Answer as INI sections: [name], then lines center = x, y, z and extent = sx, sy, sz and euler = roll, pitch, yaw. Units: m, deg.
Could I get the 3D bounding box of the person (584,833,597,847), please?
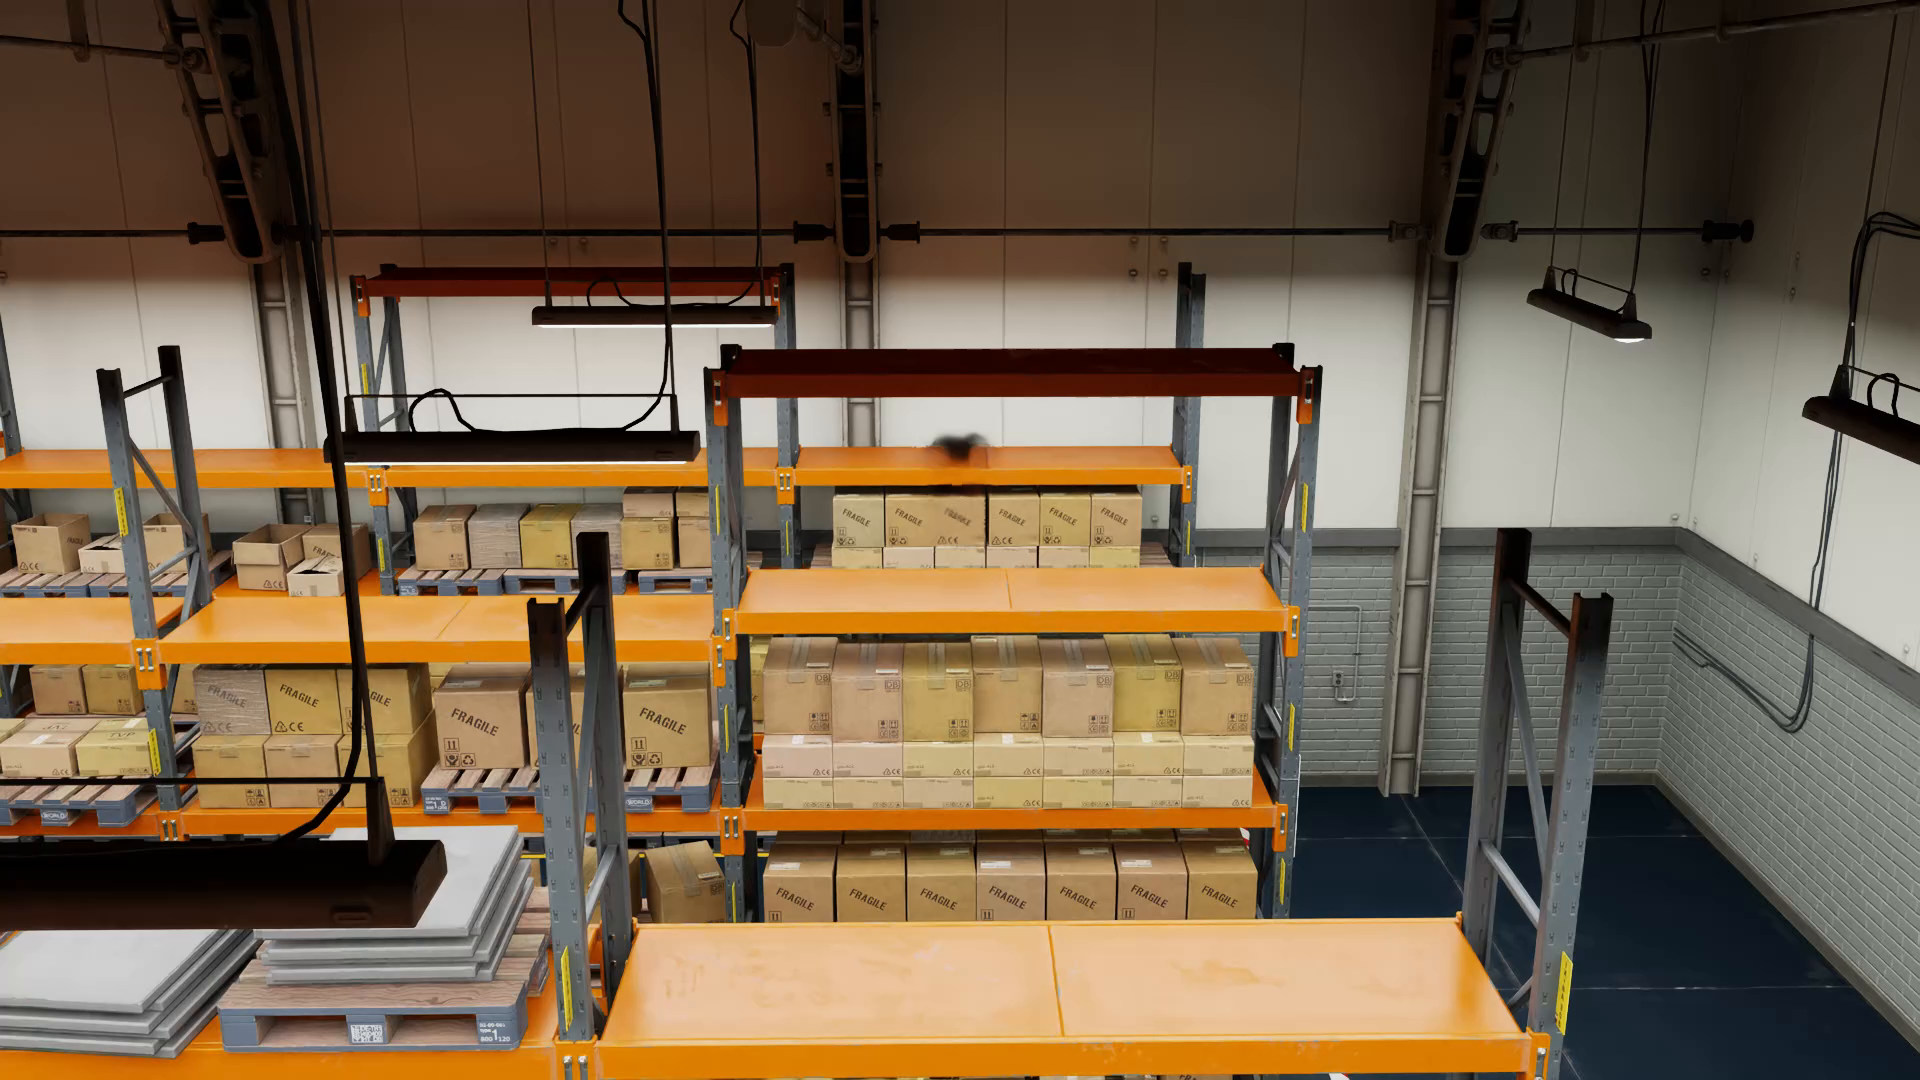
[person]
center = -3.569, 2.812, 15.845
extent = 0.442, 1.686, 0.474
euler = 15, 22, 41
